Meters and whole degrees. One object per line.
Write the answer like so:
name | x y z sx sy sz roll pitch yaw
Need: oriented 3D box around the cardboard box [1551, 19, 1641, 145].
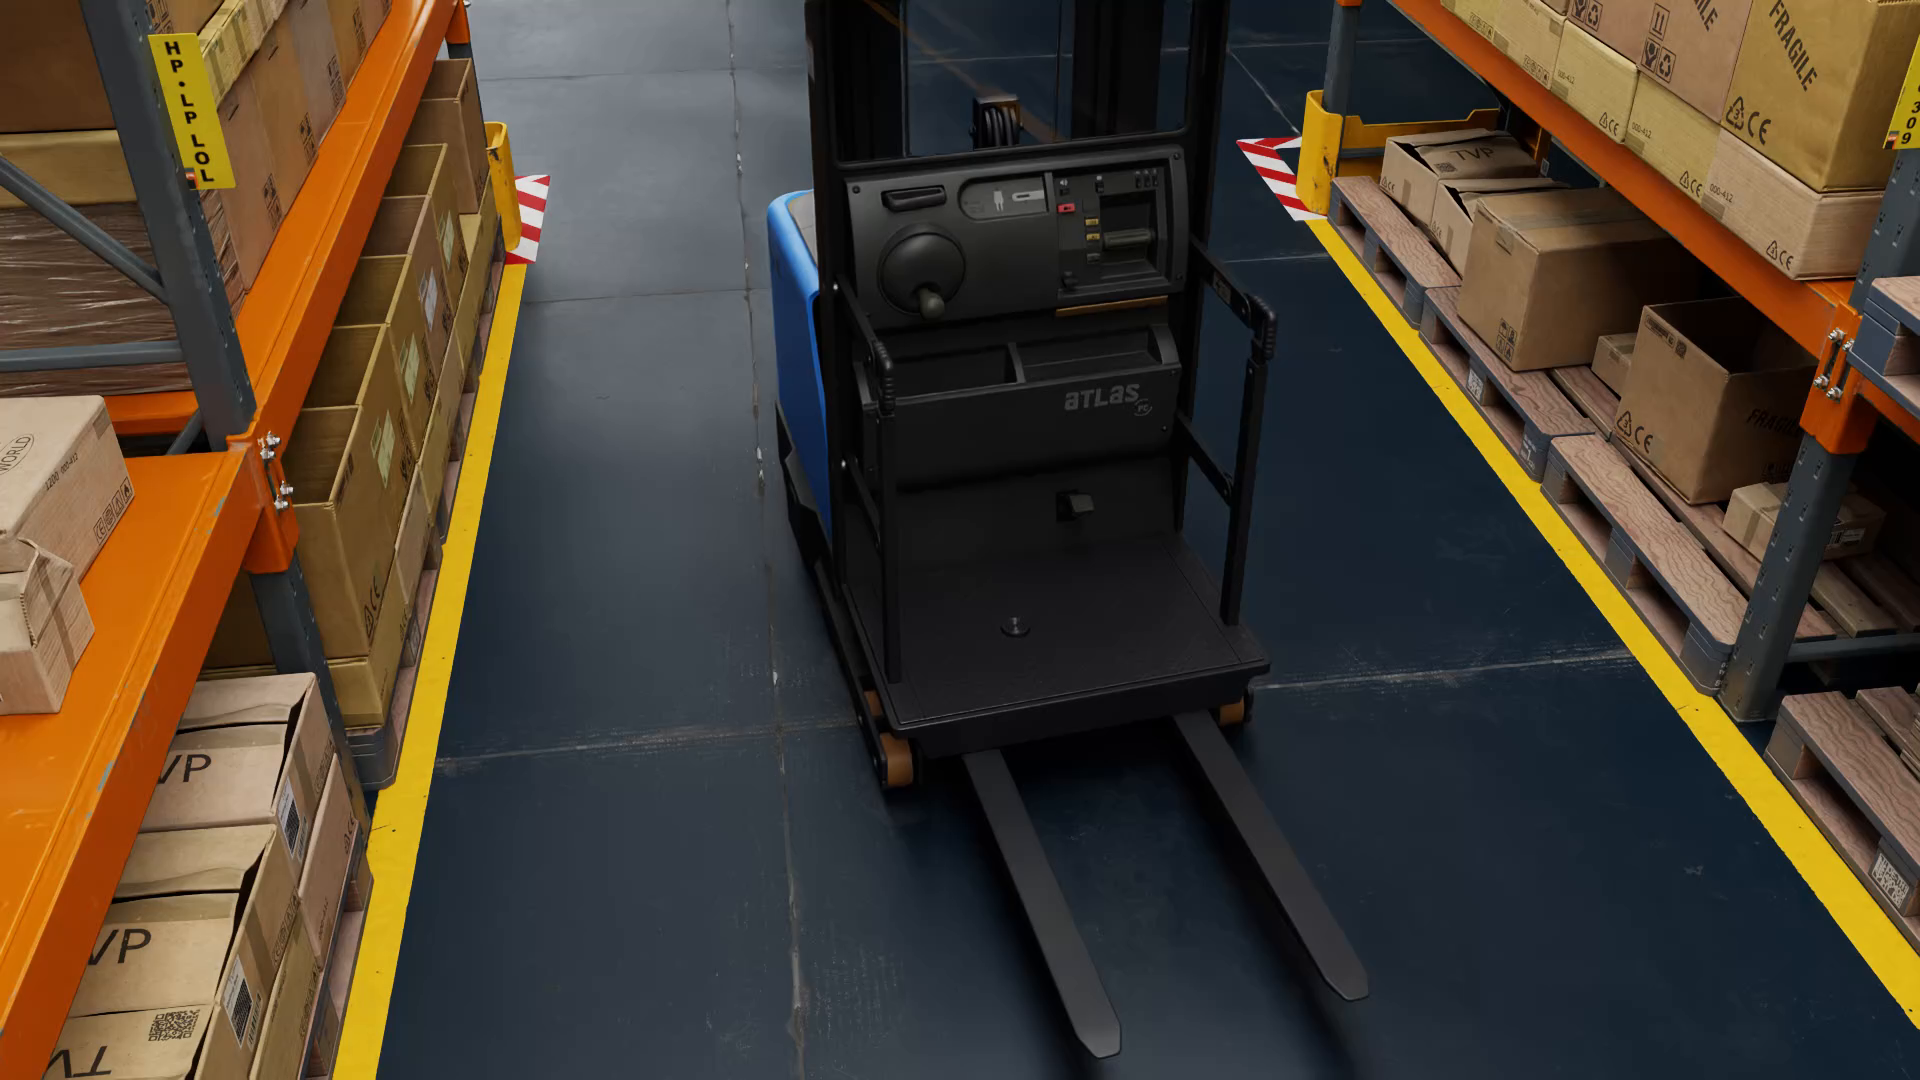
cardboard box | 2.288 -1.506 5.412 0.500 0.250 0.500 -5 35 -7

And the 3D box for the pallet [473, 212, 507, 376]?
pallet | -2.508 -1.039 7.088 1.003 0.211 1.213 -4 35 -6

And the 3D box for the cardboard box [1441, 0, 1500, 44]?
cardboard box | 2.154 -2.069 6.238 0.500 0.250 0.500 -5 35 -7

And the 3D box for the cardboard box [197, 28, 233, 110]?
cardboard box | -2.029 -1.141 4.096 0.380 0.149 0.250 -5 35 -8

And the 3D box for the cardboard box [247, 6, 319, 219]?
cardboard box | -2.321 -1.246 4.826 0.700 0.500 0.500 -4 34 -6

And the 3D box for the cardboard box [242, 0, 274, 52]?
cardboard box | -2.097 -1.427 4.516 0.380 0.149 0.250 -5 35 -8

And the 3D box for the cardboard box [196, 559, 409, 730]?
cardboard box | -1.876 0.298 4.718 0.500 0.250 0.500 -4 35 -6

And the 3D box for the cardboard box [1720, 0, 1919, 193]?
cardboard box | 2.424 -1.257 4.380 0.500 0.500 0.500 -4 35 -6

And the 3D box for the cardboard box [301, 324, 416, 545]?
cardboard box | -1.941 -0.291 4.917 0.500 0.500 0.500 -4 35 -6

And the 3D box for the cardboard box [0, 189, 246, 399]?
cardboard box | -2.180 -0.672 3.983 0.700 0.500 0.500 -5 35 -8

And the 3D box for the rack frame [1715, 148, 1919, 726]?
rack frame | 2.794 -0.760 4.202 1.000 3.000 0.127 -4 35 -6

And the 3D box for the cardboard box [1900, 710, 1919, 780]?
cardboard box | 2.910 0.500 4.181 0.700 0.500 0.500 -3 34 -5

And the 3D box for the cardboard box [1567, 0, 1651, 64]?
cardboard box | 2.294 -1.817 5.202 0.500 0.500 0.500 -5 35 -8

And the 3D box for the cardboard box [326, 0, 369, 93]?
cardboard box | -2.465 -1.825 5.675 0.700 0.500 0.500 -4 34 -6

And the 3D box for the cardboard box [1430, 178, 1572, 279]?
cardboard box | 2.337 -1.352 7.068 0.500 0.311 0.500 -2 34 -2

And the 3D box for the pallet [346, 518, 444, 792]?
pallet | -2.179 0.322 5.090 1.003 0.211 1.213 -4 35 -6

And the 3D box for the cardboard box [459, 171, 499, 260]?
cardboard box | -2.287 -1.376 7.174 0.500 0.250 0.500 -4 35 -6

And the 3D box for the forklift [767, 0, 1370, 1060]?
forklift | 0.222 -0.753 4.252 1.130 2.935 3.031 -9 35 -13

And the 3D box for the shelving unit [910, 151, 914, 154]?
shelving unit | -0.228 -0.868 6.091 0.215 1.050 0.252 -9 35 -13

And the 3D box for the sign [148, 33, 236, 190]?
sign | -1.578 -0.875 3.413 0.100 0.325 0.005 -4 35 -6

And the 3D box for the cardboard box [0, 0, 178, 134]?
cardboard box | -2.180 -1.208 3.618 0.700 0.500 0.500 -4 34 -6

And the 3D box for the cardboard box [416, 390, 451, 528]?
cardboard box | -2.000 -0.261 5.538 0.500 0.250 0.500 -4 35 -6

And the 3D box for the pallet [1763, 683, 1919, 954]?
pallet | 2.900 0.826 4.350 1.003 0.211 1.213 -4 35 -6

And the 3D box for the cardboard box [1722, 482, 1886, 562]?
cardboard box | 2.692 -0.068 5.311 0.380 0.166 0.250 -9 35 -13

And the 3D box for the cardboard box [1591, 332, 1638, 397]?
cardboard box | 2.599 -0.658 6.193 0.380 0.149 0.250 -7 35 -10

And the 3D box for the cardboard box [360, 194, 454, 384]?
cardboard box | -2.070 -0.850 5.736 0.500 0.500 0.500 -4 35 -6

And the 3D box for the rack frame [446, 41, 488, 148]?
rack frame | -2.652 -2.615 6.924 1.000 3.000 0.127 -4 35 -6

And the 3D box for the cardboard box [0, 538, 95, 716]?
cardboard box | -1.814 0.149 2.987 0.396 0.266 0.258 -5 35 -8

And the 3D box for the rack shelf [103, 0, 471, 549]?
rack shelf | -2.383 -1.202 5.489 1.077 0.370 4.000 -4 35 -6

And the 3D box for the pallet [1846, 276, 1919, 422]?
pallet | 2.753 -0.244 3.614 1.003 0.211 1.213 -4 35 -6

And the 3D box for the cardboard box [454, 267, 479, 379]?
cardboard box | -2.139 -0.819 6.356 0.500 0.250 0.500 -4 35 -6

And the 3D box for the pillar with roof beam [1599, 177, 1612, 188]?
pillar with roof beam | -1.058 -4.820 4.833 9.100 9.000 0.400 -4 35 -6

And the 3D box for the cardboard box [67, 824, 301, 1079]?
cardboard box | -1.699 0.842 3.422 0.500 0.311 0.500 -3 34 -5

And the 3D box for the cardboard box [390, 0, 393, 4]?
cardboard box | -2.602 -2.395 6.512 0.700 0.500 0.500 -4 35 -6

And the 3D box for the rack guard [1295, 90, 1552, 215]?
rack guard | 2.266 -1.917 8.119 1.175 0.500 0.348 -4 35 -6

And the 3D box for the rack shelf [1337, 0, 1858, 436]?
rack shelf | 2.525 -1.579 6.042 1.077 0.370 4.000 -4 35 -6

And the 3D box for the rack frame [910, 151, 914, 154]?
rack frame | -0.260 -0.934 6.189 0.200 1.050 0.008 -9 35 -13

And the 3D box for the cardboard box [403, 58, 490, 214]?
cardboard box | -2.285 -1.686 6.963 0.500 0.500 0.500 -4 35 -6

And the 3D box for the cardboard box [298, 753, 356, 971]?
cardboard box | -1.771 0.789 3.997 0.500 0.250 0.500 -5 35 -7

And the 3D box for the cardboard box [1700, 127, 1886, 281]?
cardboard box | 2.430 -0.948 4.593 0.500 0.250 0.500 -4 35 -6
